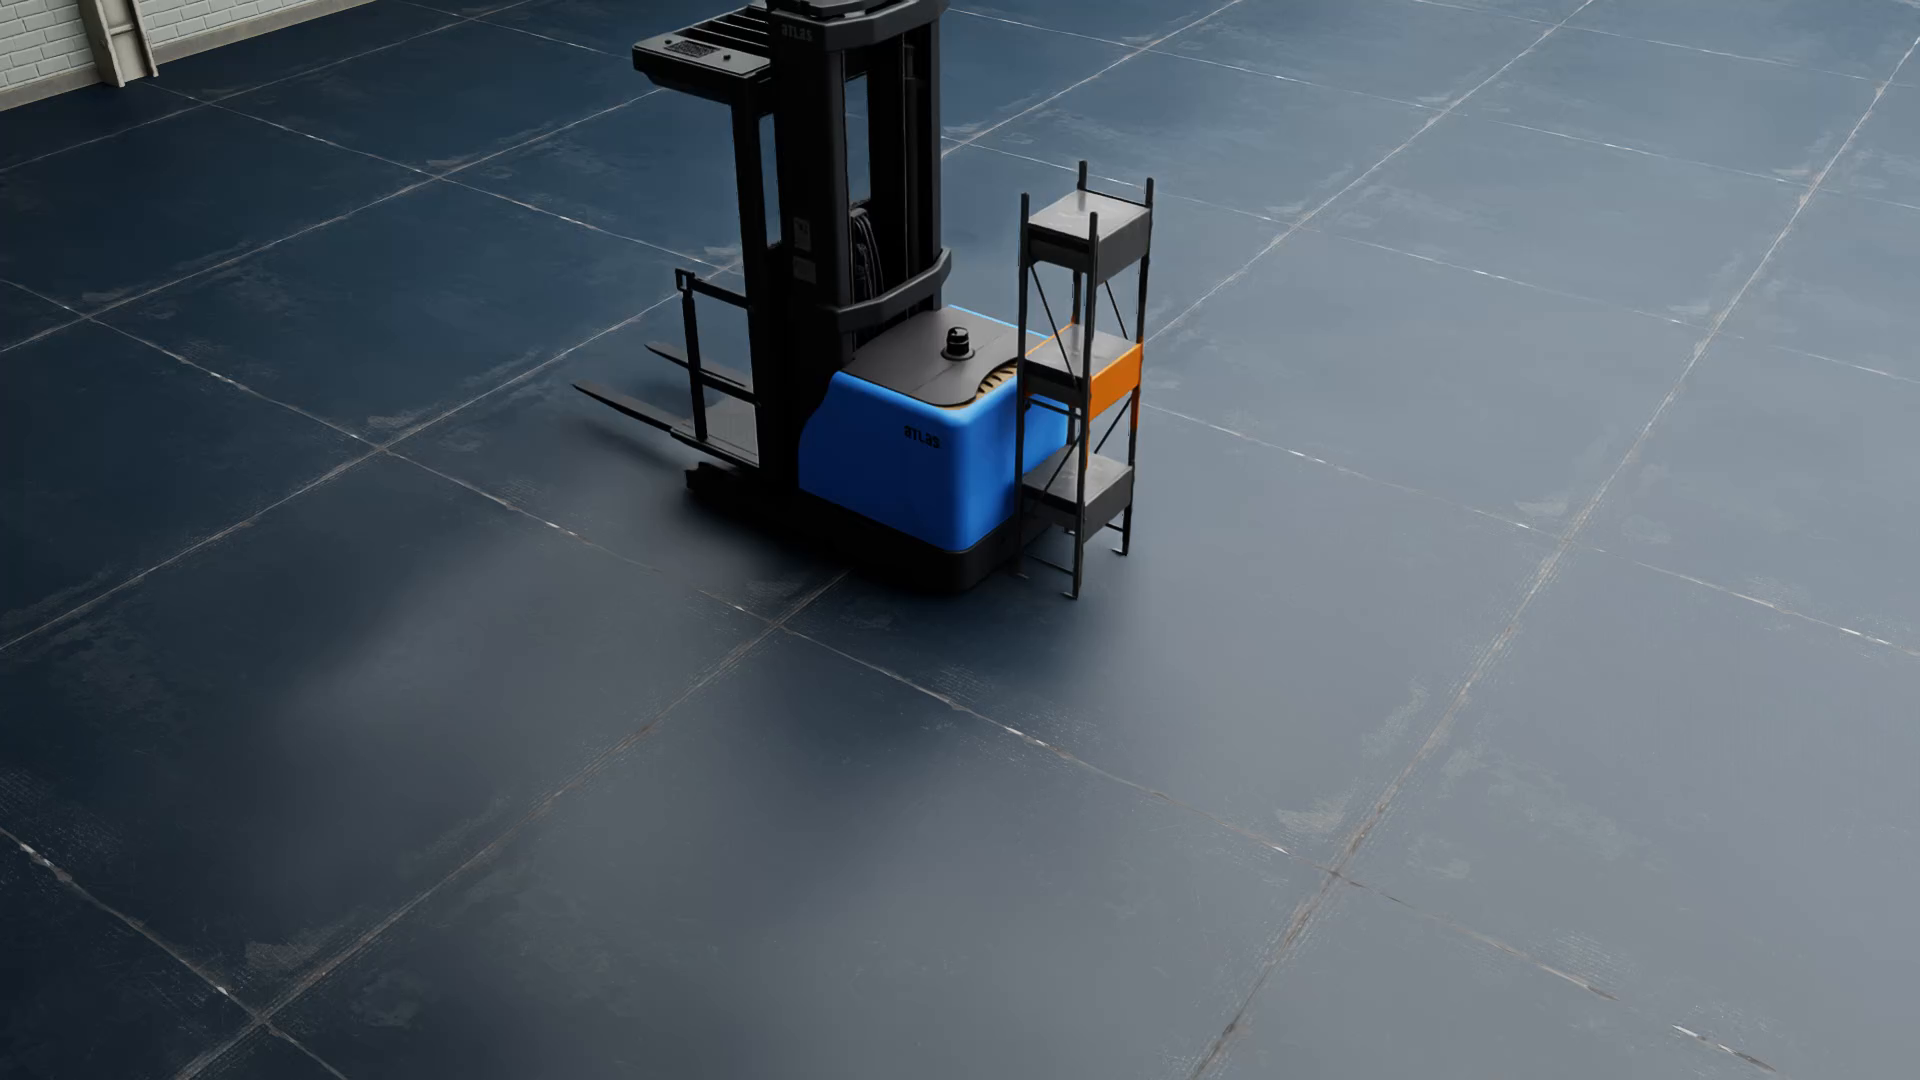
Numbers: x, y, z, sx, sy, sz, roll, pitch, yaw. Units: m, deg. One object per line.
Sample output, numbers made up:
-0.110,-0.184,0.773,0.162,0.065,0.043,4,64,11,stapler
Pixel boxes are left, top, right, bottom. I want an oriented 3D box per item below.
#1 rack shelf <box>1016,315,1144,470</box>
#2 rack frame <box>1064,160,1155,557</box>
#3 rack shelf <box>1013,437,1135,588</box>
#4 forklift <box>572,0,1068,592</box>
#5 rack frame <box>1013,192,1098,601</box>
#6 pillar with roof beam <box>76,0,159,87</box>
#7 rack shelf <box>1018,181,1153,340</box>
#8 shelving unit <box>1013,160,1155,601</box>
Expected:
0.585,-0.729,8.153,0.431,0.518,0.480,22,40,29,rack shelf
0.728,-0.851,8.309,0.400,2.100,0.015,22,40,29,rack frame
0.585,-0.149,8.545,0.431,0.518,0.480,22,40,29,rack shelf
-0.905,-1.609,8.688,3.031,2.935,1.130,23,40,30,forklift
0.442,-0.629,7.982,0.400,2.100,0.015,22,40,29,rack frame
-4.029,-6.561,10.595,9.100,9.000,0.400,21,39,28,pillar with roof beam
0.585,-1.309,7.761,0.431,0.518,0.480,22,40,29,rack shelf
0.585,-0.740,8.146,0.431,2.100,0.503,22,40,29,shelving unit
